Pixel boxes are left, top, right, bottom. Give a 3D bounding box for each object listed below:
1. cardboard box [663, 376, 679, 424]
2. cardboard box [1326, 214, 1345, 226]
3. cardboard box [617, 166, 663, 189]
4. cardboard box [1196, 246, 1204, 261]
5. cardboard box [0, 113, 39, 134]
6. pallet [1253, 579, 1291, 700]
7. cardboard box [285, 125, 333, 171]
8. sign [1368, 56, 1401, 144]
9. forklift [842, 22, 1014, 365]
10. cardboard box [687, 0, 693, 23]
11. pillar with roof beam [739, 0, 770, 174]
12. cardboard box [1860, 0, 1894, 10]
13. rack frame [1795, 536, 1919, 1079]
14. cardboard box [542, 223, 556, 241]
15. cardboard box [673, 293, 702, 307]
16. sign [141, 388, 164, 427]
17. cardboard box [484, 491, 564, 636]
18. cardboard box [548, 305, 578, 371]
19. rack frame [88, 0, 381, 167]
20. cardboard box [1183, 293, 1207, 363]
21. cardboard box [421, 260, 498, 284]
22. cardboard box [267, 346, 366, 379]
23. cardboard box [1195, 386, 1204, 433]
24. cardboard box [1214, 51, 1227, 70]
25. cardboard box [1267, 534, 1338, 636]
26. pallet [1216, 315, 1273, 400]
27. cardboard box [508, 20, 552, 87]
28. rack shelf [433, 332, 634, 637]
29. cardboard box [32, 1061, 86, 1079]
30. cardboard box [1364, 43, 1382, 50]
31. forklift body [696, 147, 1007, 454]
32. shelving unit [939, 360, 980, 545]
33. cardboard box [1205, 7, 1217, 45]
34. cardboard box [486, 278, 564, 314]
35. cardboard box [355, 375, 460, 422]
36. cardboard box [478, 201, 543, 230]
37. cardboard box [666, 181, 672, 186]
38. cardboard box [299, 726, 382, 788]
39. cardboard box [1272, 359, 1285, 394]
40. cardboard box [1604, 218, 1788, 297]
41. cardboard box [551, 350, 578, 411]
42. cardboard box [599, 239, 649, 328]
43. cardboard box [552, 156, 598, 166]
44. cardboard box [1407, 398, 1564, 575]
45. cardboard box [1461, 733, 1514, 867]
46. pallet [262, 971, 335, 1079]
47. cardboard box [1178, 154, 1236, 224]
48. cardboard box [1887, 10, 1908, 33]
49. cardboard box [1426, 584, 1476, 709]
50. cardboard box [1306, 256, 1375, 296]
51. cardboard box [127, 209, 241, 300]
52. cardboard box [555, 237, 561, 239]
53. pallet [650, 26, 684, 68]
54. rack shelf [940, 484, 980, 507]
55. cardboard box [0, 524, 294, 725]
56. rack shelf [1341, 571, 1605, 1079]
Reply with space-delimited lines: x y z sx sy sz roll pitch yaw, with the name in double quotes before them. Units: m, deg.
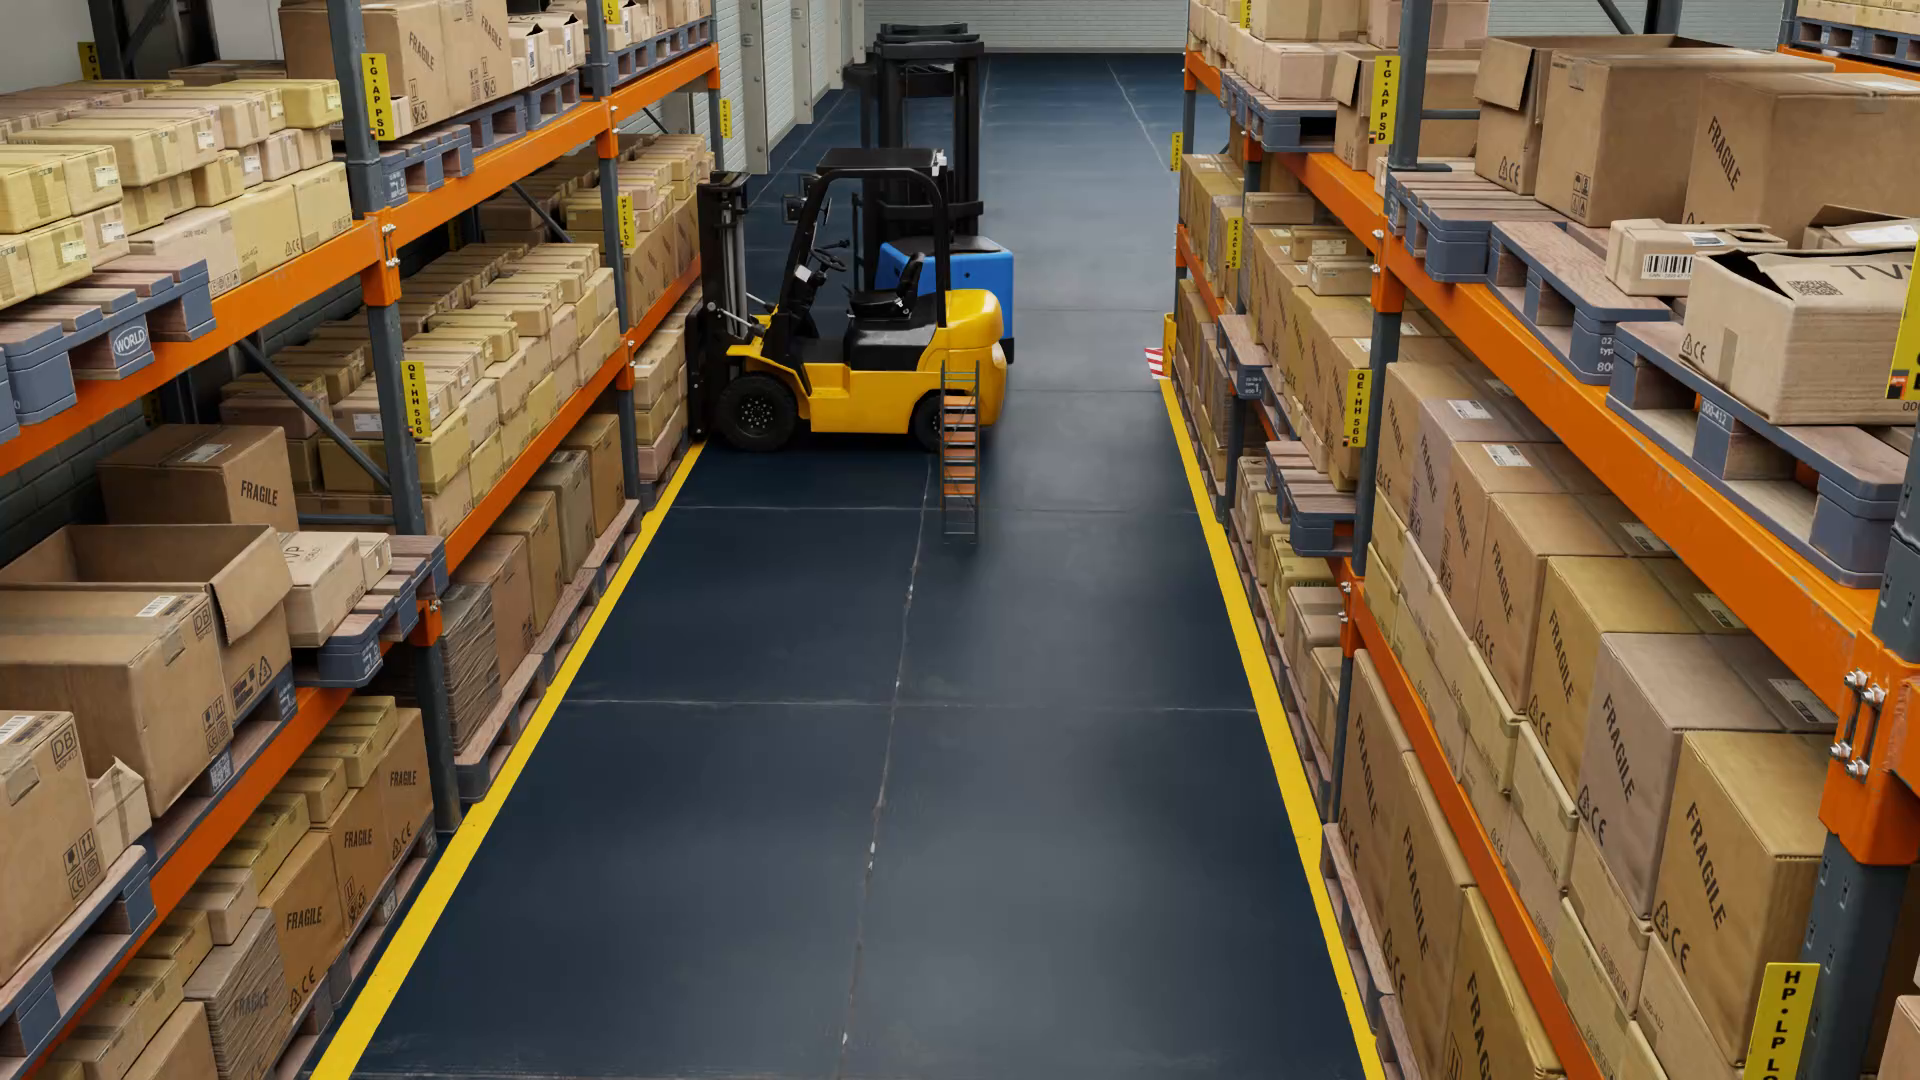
"cardboard box" -2.340 -1.029 12.064 0.500 0.250 0.500 1 21 1
"cardboard box" 2.500 -1.687 10.099 0.500 0.500 0.500 0 21 1
"cardboard box" -2.421 -2.685 12.356 0.380 0.149 0.250 1 21 2
"cardboard box" 2.078 -2.312 13.189 0.380 0.149 0.250 1 21 3
"cardboard box" -3.108 -1.236 5.167 0.380 0.149 0.250 1 21 1
"pallet" 2.228 0.549 9.323 1.003 0.211 1.213 1 21 2
"cardboard box" -2.569 -1.466 6.169 0.380 0.149 0.250 1 21 3
"sign" 1.621 -1.675 6.338 0.100 0.325 0.005 1 21 2
"forklift" -0.445 -3.341 15.589 1.130 2.935 3.031 -7 22 -16
"cardboard box" -2.285 -4.158 12.920 0.396 0.266 0.258 1 21 2
"pillar with roof beam" 1.191 -9.821 23.901 9.100 9.000 0.400 1 21 2
"cardboard box" 7.057 -4.075 12.316 0.500 0.250 0.500 0 21 1
"rack frame" 2.041 1.417 3.229 1.000 3.000 0.127 1 21 2
"cardboard box" -2.951 -2.088 11.227 0.380 0.149 0.250 0 21 0
"cardboard box" -2.273 -1.818 13.405 0.500 0.250 0.500 1 21 2
"sign" -3.354 -0.627 6.897 0.100 0.325 0.005 1 21 2
"cardboard box" -2.734 0.124 9.265 0.875 0.625 0.625 0 21 -1
"cardboard box" -2.466 -1.140 9.338 0.500 0.250 0.500 1 21 3
"rack frame" -2.799 -2.879 6.009 1.000 3.000 0.127 1 21 2
"cardboard box" 2.094 -1.699 13.444 0.500 0.500 0.500 0 21 0
"cardboard box" -2.971 -1.566 9.883 0.380 0.149 0.250 1 21 1
"cardboard box" -3.088 -0.829 7.985 0.380 0.149 0.250 0 21 1
"cardboard box" 2.060 -0.982 12.634 0.500 0.250 0.500 1 21 2
"cardboard box" 2.069 -3.523 12.164 0.380 0.149 0.250 0 21 0
"cardboard box" 2.233 0.255 9.277 0.950 0.372 0.625 1 21 3
"pallet" 2.116 -1.111 10.011 1.003 0.211 1.213 1 21 2
"cardboard box" -2.479 -2.586 8.804 0.500 0.311 0.500 0 21 0
"rack shelf" -2.738 -0.470 9.088 1.077 0.370 4.000 1 21 2
"cardboard box" -2.721 1.611 4.708 0.380 0.149 0.250 0 21 1
"cardboard box" 2.375 -2.419 8.598 0.500 0.250 0.500 1 21 2
"forklift body" -0.790 -1.873 12.884 2.313 2.155 1.214 1 21 2
"shelving unit" 0.000 -0.565 10.825 0.258 1.200 0.189 1 21 2
"cardboard box" 2.109 -3.841 12.430 0.500 0.250 0.500 1 21 3
"cardboard box" -2.461 -1.380 9.403 0.380 0.149 0.250 0 21 0
"cardboard box" -2.488 -0.640 7.496 0.380 0.149 0.250 1 21 3
"cardboard box" -2.969 -2.135 10.938 0.380 0.149 0.250 1 21 2
"cardboard box" -2.398 -2.642 12.656 0.380 0.149 0.250 0 21 1
"cardboard box" -2.538 0.865 6.630 0.380 0.149 0.250 0 21 -1
"cardboard box" 1.884 -0.887 8.934 0.380 0.149 0.250 1 21 4
"cardboard box" 1.949 -0.753 4.419 0.380 0.166 0.250 2 21 6
"cardboard box" -2.486 -0.912 9.441 0.500 0.250 0.500 1 21 2
"cardboard box" -2.403 -1.733 11.210 0.500 0.500 0.500 0 21 0
"cardboard box" -2.927 -2.875 12.845 0.380 0.149 0.250 0 21 0
"cardboard box" 1.898 -0.187 5.843 0.500 0.500 0.500 1 21 2
"cardboard box" 1.865 0.769 5.107 0.500 0.250 0.500 1 21 2
"pallet" -2.899 1.927 5.770 1.003 0.211 1.213 1 21 2
"cardboard box" 2.115 -2.939 13.906 0.500 0.500 0.500 0 21 1
"cardboard box" 6.981 -3.758 12.051 0.380 0.149 0.250 1 21 2
"cardboard box" 1.856 0.355 5.483 0.500 0.250 0.500 1 21 1
"cardboard box" 1.931 -1.307 8.224 0.380 0.149 0.250 0 21 -1
"cardboard box" -2.601 -0.860 5.159 0.500 0.250 0.500 1 21 2
"cardboard box" -2.915 -1.921 11.694 0.500 0.500 0.500 1 21 2
"pallet" -2.637 -3.634 12.224 1.003 0.211 1.213 1 21 2
"rack shelf" 0.000 -0.299 10.928 0.258 0.103 0.180 1 21 2
"cardboard box" -2.663 0.266 5.473 0.797 0.503 0.637 0 21 0
"rack shelf" 2.102 1.030 5.223 1.077 0.370 4.000 1 21 2
